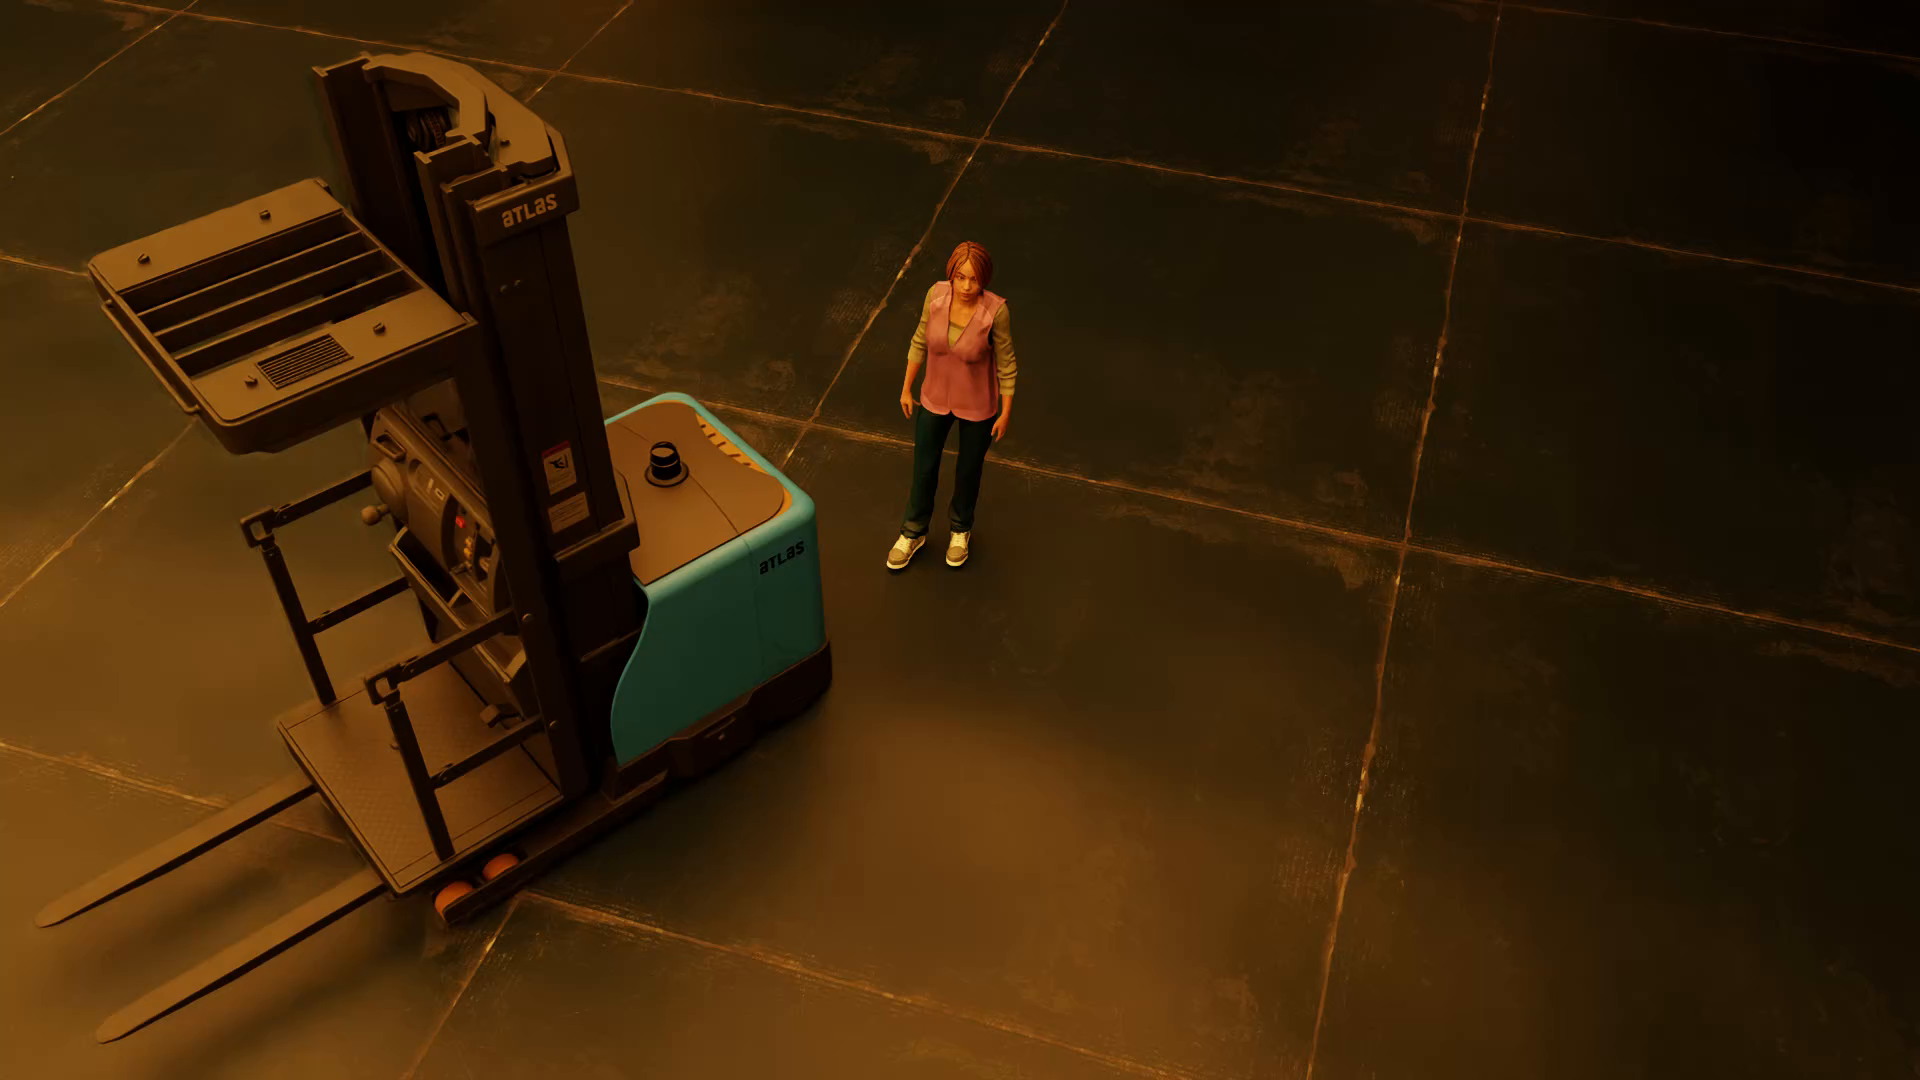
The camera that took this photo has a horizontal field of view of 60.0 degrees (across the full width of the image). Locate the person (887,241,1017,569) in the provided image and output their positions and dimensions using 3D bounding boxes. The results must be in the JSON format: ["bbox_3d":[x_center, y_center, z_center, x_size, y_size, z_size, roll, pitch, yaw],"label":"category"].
[{"bbox_3d":[-0.036,-0.544,7.243,0.521,1.599,0.473,12,44,13],"label":"person"}]

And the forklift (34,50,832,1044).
[{"bbox_3d":[-1.996,-0.032,5.723,3.031,2.935,1.130,-30,51,-28],"label":"forklift"}]
